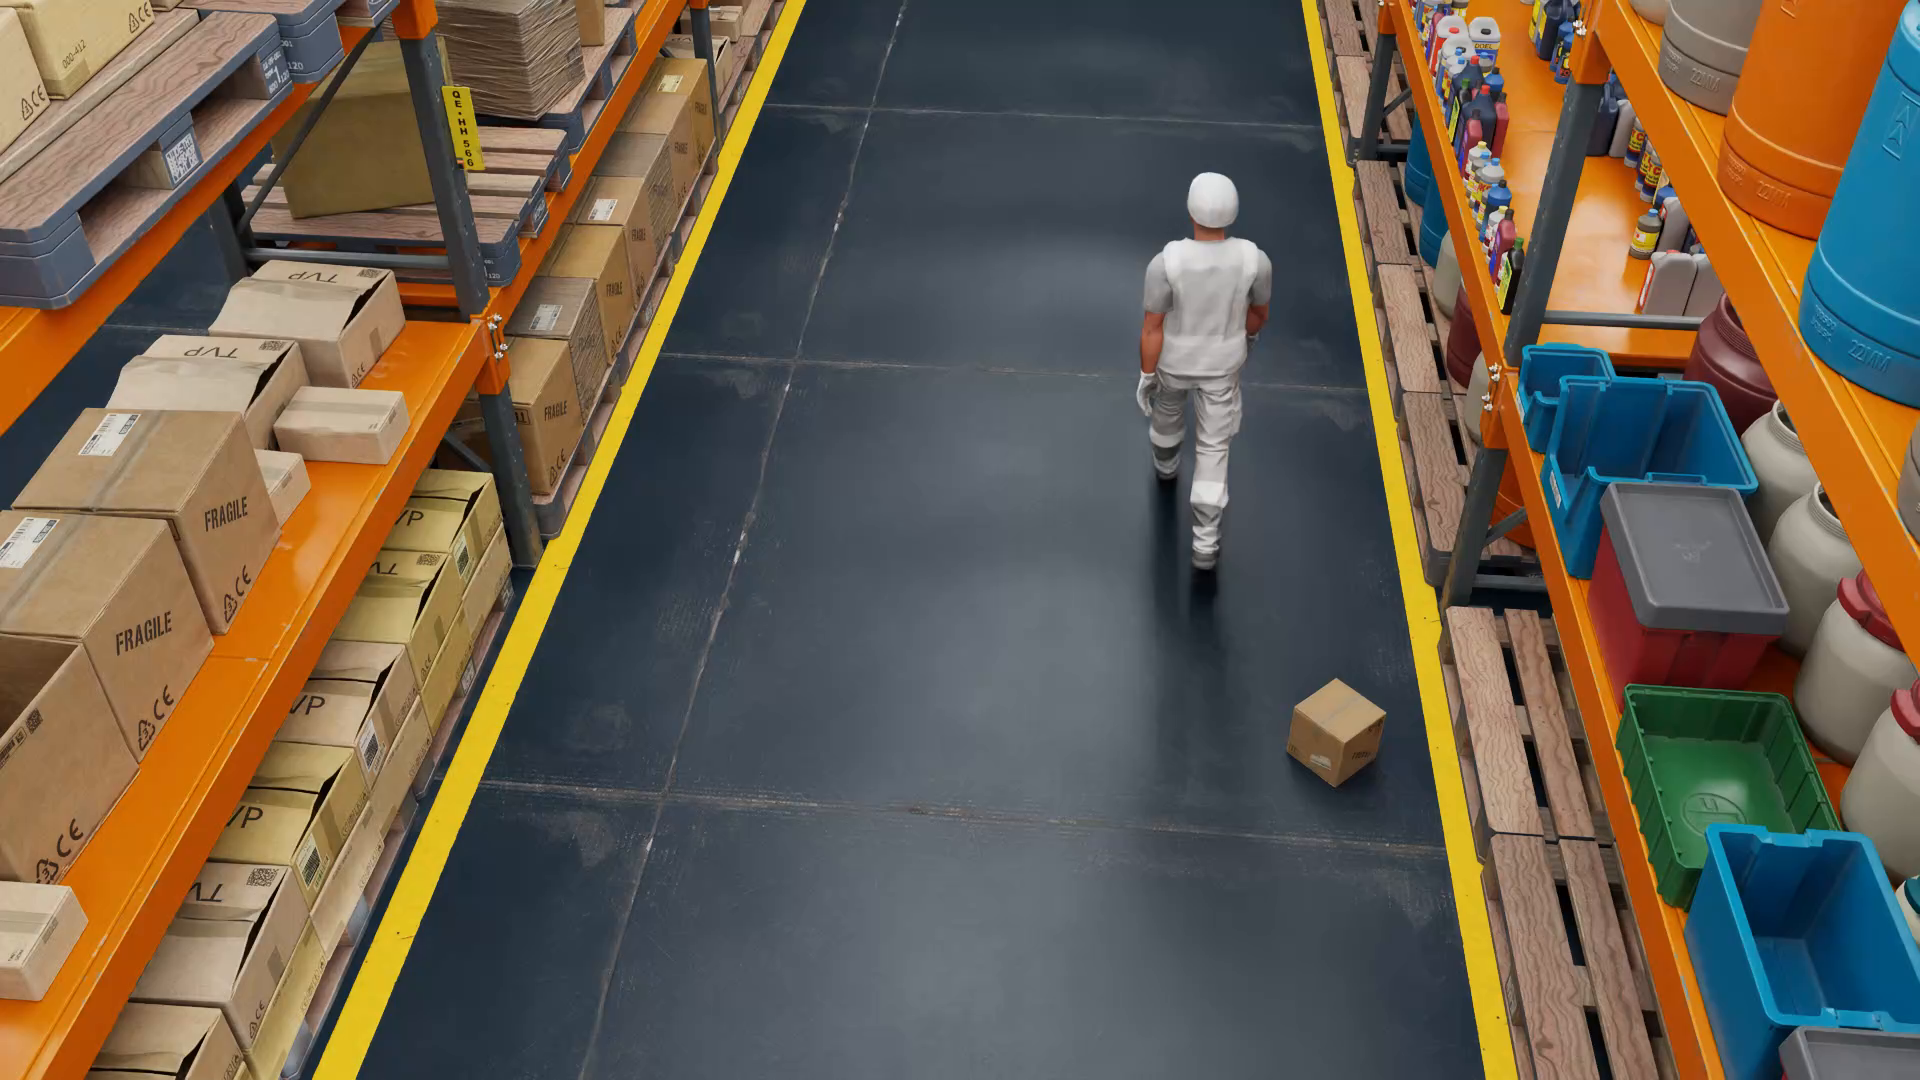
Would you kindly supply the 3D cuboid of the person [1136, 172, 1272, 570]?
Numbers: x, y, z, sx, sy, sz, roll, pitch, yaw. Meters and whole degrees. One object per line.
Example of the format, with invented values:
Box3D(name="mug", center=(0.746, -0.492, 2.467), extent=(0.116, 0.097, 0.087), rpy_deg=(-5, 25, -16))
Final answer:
Box3D(name="person", center=(1.027, -0.790, 7.100), extent=(0.537, 1.742, 1.066), rpy_deg=(4, 40, 4))
